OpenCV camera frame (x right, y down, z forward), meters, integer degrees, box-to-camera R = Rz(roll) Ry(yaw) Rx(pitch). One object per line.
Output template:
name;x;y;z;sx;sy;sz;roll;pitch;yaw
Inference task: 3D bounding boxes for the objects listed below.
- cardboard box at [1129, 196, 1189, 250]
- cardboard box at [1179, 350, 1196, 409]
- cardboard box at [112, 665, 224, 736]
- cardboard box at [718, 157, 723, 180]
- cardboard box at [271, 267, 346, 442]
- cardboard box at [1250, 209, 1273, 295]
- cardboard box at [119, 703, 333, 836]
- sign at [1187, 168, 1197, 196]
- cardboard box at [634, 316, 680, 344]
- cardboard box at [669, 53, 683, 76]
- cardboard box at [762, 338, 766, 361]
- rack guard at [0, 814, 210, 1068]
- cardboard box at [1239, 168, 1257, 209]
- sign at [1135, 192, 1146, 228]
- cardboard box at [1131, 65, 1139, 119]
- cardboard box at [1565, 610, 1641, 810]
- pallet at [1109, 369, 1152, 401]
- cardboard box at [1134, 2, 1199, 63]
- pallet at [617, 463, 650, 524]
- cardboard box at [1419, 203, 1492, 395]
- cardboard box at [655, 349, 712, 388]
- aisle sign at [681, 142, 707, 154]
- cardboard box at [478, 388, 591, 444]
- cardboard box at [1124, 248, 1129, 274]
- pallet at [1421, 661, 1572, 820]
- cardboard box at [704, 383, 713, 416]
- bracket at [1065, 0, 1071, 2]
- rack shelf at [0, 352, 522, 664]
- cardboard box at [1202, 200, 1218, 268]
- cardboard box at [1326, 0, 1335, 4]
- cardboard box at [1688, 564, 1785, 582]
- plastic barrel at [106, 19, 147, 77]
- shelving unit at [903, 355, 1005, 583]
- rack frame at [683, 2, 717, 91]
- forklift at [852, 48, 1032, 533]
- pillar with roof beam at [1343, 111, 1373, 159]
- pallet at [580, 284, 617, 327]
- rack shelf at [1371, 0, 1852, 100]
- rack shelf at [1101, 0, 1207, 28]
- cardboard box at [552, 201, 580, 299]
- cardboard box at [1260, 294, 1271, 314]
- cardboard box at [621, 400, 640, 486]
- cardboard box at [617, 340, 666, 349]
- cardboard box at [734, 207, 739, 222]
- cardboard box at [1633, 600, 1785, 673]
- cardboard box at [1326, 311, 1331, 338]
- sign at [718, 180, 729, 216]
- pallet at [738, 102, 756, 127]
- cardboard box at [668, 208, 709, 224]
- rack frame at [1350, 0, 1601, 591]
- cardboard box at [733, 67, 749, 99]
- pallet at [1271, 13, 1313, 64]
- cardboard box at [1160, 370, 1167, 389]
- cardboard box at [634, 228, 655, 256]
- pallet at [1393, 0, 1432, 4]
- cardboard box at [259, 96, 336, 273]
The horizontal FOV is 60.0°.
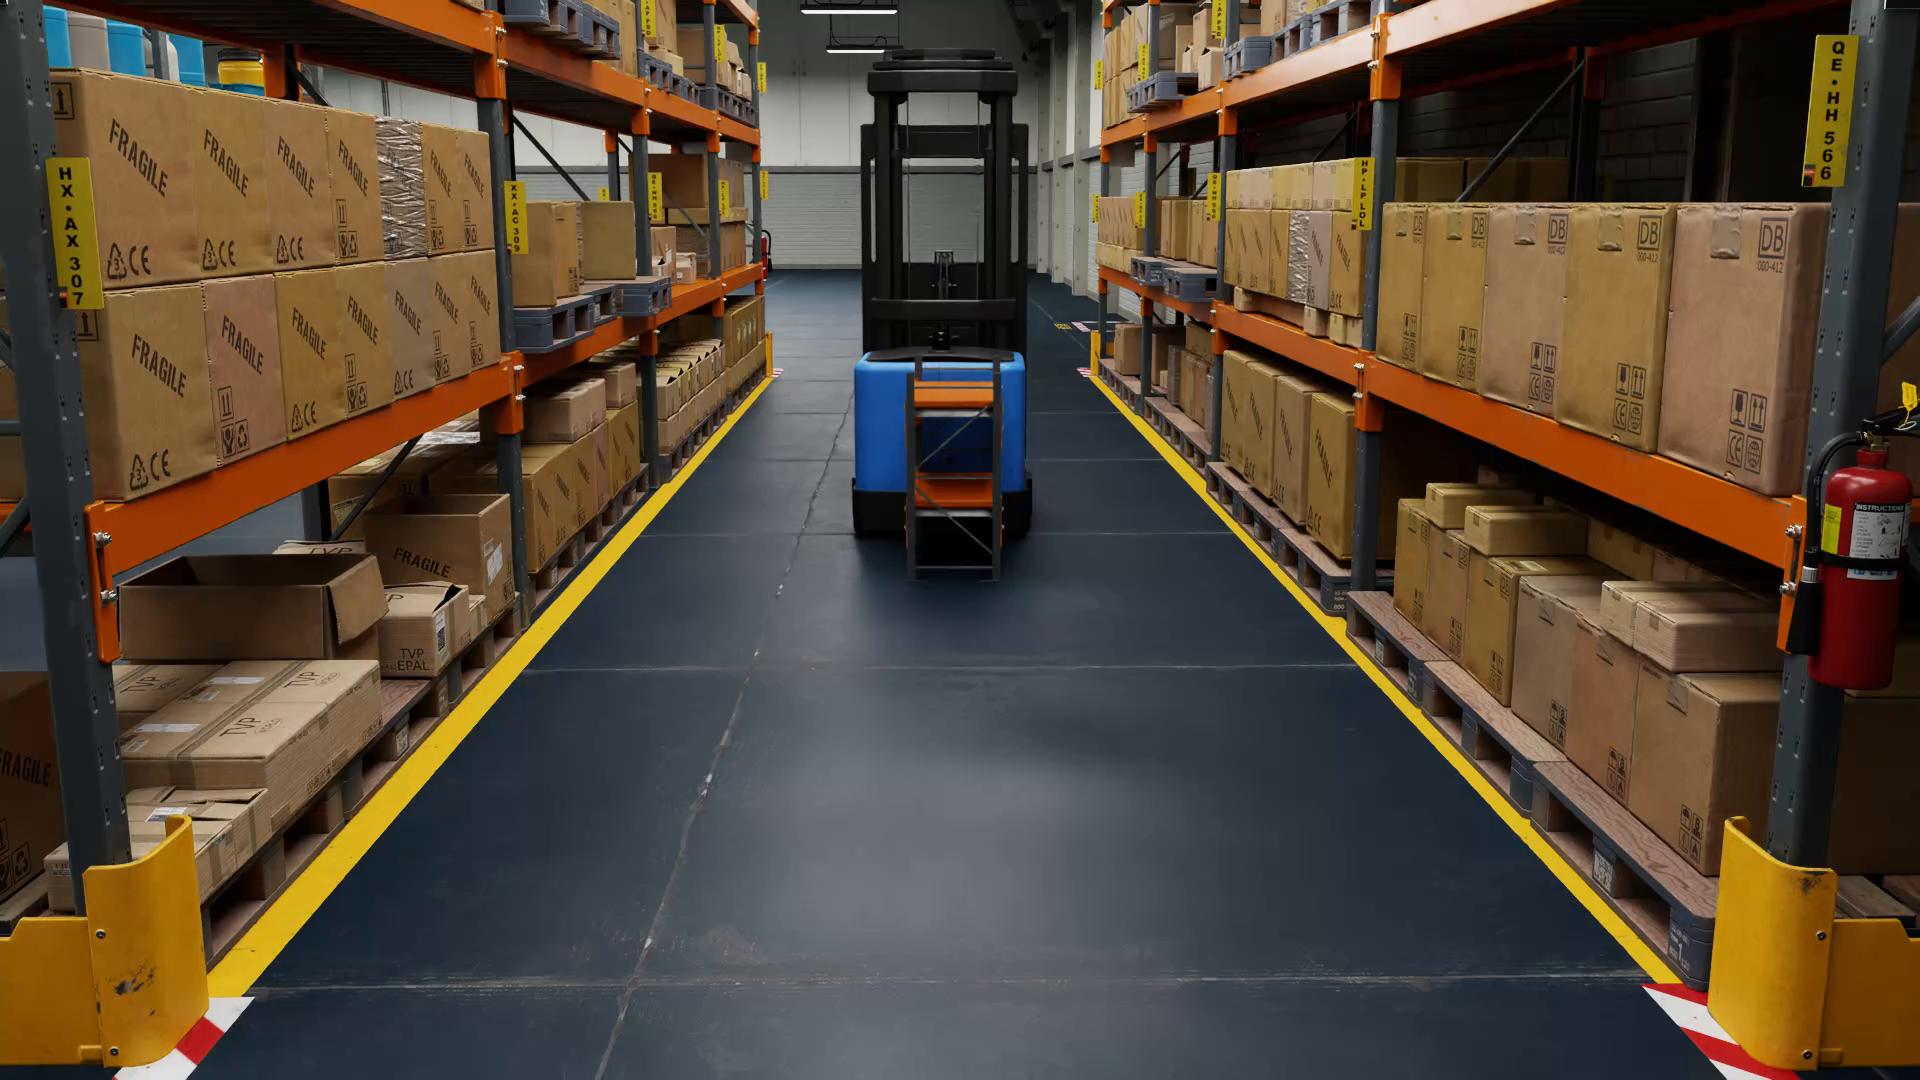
cardboard box;1.904;-3.046;15.968;0.500;0.500;0.500;0;11;-1
cardboard box;2.316;-1.391;14.551;0.700;0.500;0.500;0;11;-2
cardboard box;-2.728;0.593;5.399;0.500;0.250;0.500;0;11;-1
cardboard box;-2.766;-3.601;16.750;0.700;0.500;0.500;0;11;-1
cardboard box;-2.250;-0.583;5.138;0.500;0.500;0.500;0;11;-1
cardboard box;2.071;-1.758;10.131;0.500;0.500;0.500;0;11;-1
cardboard box;-2.219;0.681;4.968;0.500;0.250;0.500;0;11;-1
sign;2.696;-4.165;19.337;0.100;0.325;0.005;0;11;-1
cardboard box;-2.956;-2.044;16.565;0.500;0.500;0.500;0;11;-1
cardboard box;-2.726;-4.108;14.539;0.500;0.250;0.500;1;12;5
cardboard box;-2.505;-2.176;19.100;0.500;0.250;0.500;0;11;-1
rack guard;-2.483;0.967;4.033;1.175;0.500;0.348;0;11;-1
cardboard box;2.069;-2.228;10.560;0.500;0.250;0.500;0;11;-2
sign;1.681;-3.070;15.468;0.100;0.325;0.005;0;11;-1
cardboard box;1.968;-4.378;16.248;0.500;0.500;0.500;-1;12;-6
cardboard box;2.346;0.517;5.195;0.700;0.500;0.500;0;11;-1
pallet;2.146;-1.659;17.705;1.003;0.211;1.213;0;11;-1
cardboard box;1.942;-4.766;15.648;0.500;0.500;0.500;-1;12;-6
pallet;-2.669;-0.318;11.094;1.003;0.211;1.213;0;11;-1
cardboard box;2.393;-0.953;6.457;0.980;0.700;0.700;-1;11;-3
cardboard box;-2.409;-1.479;14.254;0.500;0.311;0.500;0;11;-1
aisle sign;-3.120;-4.709;19.187;0.394;0.787;0.004;0;11;-1
cardboard box;-2.351;-0.692;9.219;0.500;0.250;0.500;0;11;-1
cardboard box;1.908;-2.777;16.531;0.500;0.250;0.500;0;11;-1
pallet;2.354;0.702;6.066;1.003;0.211;1.213;0;11;-1
cardboard box;-2.411;-1.203;14.303;0.500;0.250;0.500;0;11;0
bracket;2.302;-11.507;35.092;0.235;0.232;0.430;0;11;-1
rack shelf;-2.523;-0.288;5.742;1.077;0.370;4.000;0;11;-1
cardboard box;2.248;-2.323;12.607;0.700;0.500;0.500;-1;12;-7
cardboard box;2.458;-3.179;9.282;0.700;0.500;0.500;0;11;-1
cardboard box;2.543;0.173;5.264;0.380;0.149;0.250;0;11;-1
plastic barrel;-7.454;-4.224;14.530;0.600;0.901;0.708;0;11;-1
shelving unit;-0.024;-0.427;9.337;0.538;1.125;1.048;0;11;1
rack frame;-2.729;-5.568;14.872;1.000;3.000;0.127;0;11;-1
forklift;-0.095;-1.721;11.171;1.130;2.935;3.031;0;11;1
pillar with roof beam;-1.160;-5.038;12.261;9.100;9.000;0.400;0;11;-1
pallet;-2.602;-1.352;9.663;1.003;0.211;1.213;0;11;-1
rack shelf;2.430;-1.779;5.547;1.077;0.370;4.000;0;11;-1
rack shelf;2.182;-5.633;17.007;1.077;0.370;4.000;0;11;-1
cardboard box;-2.428;-1.524;8.719;0.700;0.500;0.500;2;12;8
cardboard box;2.127;-1.521;10.596;0.380;0.149;0.250;0;11;-2
cardboard box;-2.393;-0.638;10.842;0.500;0.500;0.500;0;11;1
cardboard box;-2.970;-1.678;15.234;0.500;0.311;0.500;0;11;-1
cardboard box;-2.593;-3.510;17.932;0.380;0.149;0.250;0;11;1
cardboard box;2.172;0.274;4.763;0.380;0.149;0.250;0;11;-2
cardboard box;2.109;-1.113;8.584;0.380;0.149;0.250;0;11;1
sign;-2.187;-3.161;15.382;0.100;0.325;0.005;0;11;-1
pallet;-2.823;-4.709;18.405;1.003;0.211;1.213;0;11;-1
cardboard box;-2.541;-3.049;15.661;0.380;0.149;0.250;0;11;-1
rack frame;2.389;-1.059;7.734;1.000;3.000;0.127;0;11;-1
cardboard box;-2.513;-4.785;17.375;0.500;0.311;0.500;1;12;6
pallet;2.398;-2.881;9.648;1.003;0.211;1.213;0;11;1
cardboard box;2.182;-1.582;16.334;0.380;0.166;0.250;-2;12;-9
cardboard box;-2.698;-2.215;13.183;0.500;0.500;0.500;-1;11;-4
pallet;2.395;-2.323;6.642;1.003;0.211;1.213;0;11;-1
cardboard box;-2.251;-1.074;5.043;0.500;0.500;0.500;0;11;0
